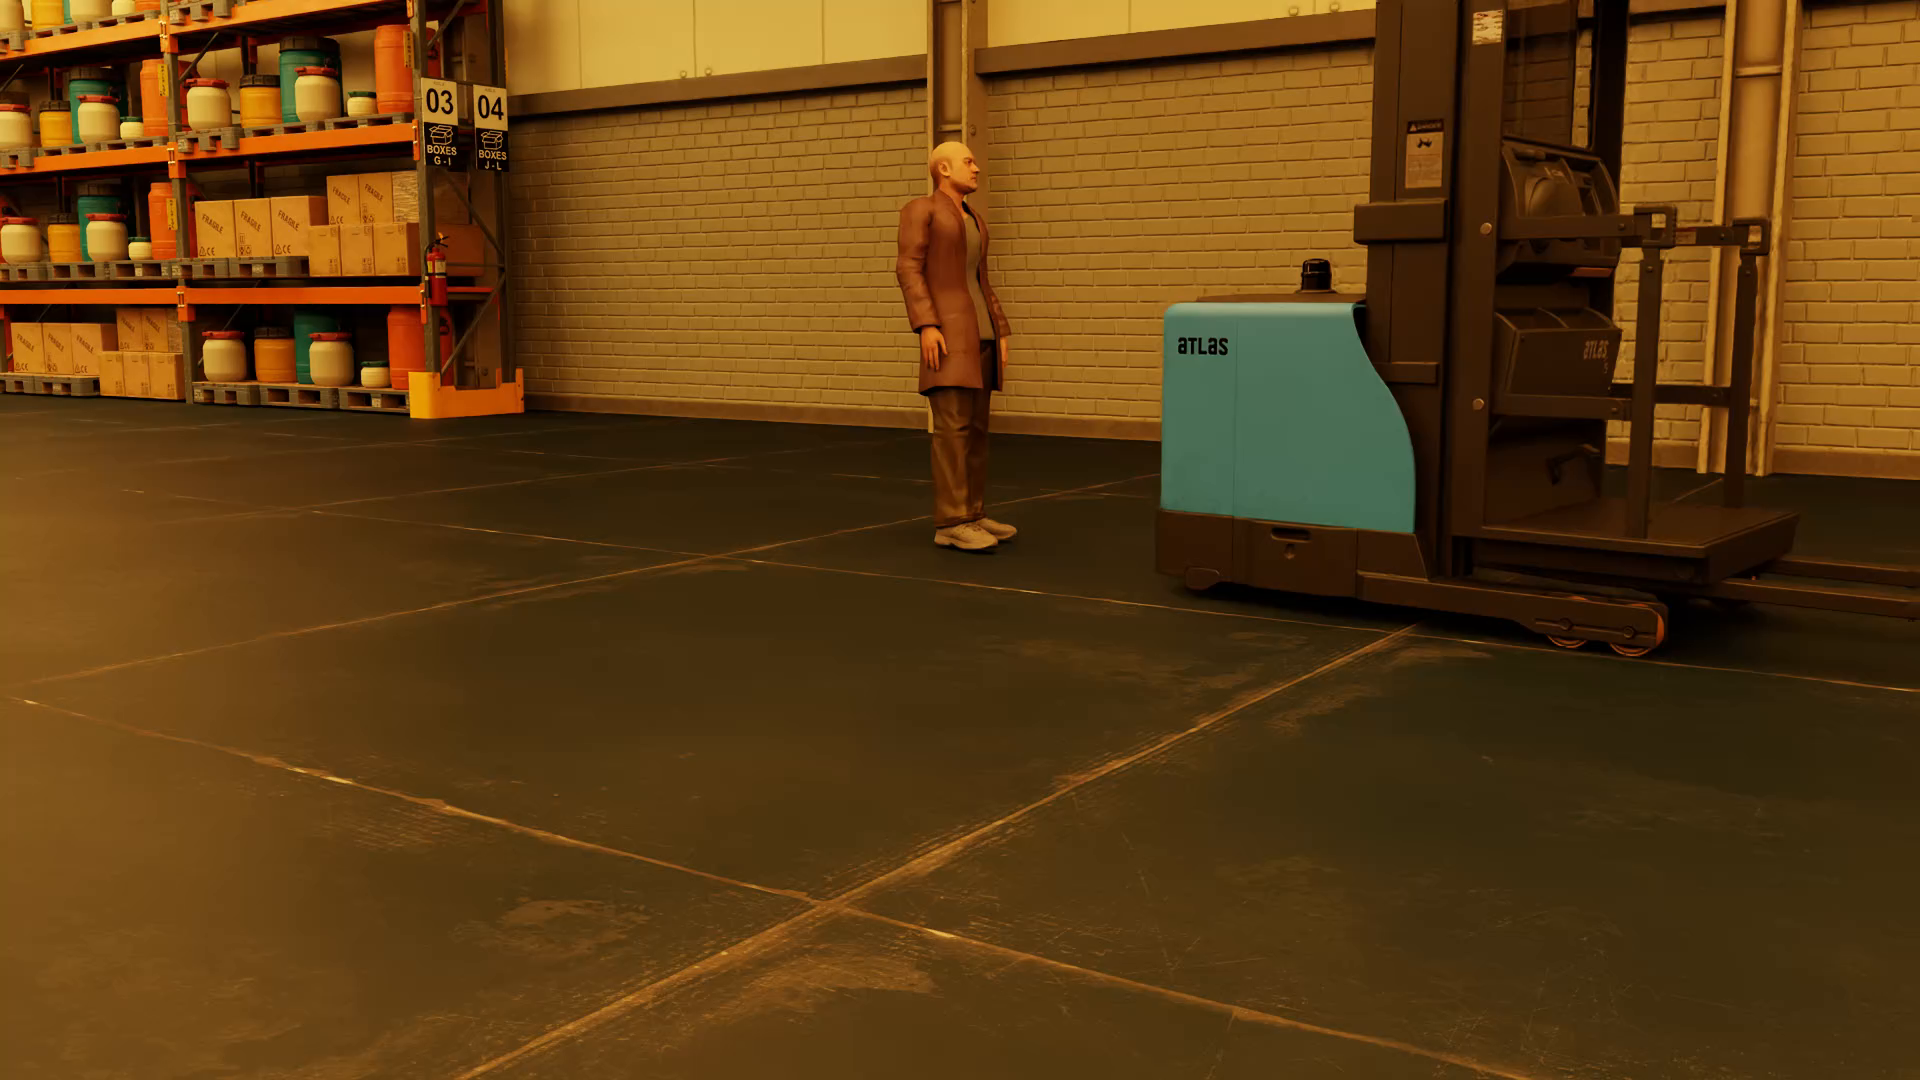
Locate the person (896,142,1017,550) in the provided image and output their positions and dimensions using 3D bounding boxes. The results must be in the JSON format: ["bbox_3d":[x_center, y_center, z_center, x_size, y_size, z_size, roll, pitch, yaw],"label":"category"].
[{"bbox_3d":[0.074,-0.879,7.423,0.579,1.777,0.696,5,10,34],"label":"person"}]

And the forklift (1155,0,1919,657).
[{"bbox_3d":[2.183,-1.177,5.466,3.031,2.935,1.130,7,11,40],"label":"forklift"}]
